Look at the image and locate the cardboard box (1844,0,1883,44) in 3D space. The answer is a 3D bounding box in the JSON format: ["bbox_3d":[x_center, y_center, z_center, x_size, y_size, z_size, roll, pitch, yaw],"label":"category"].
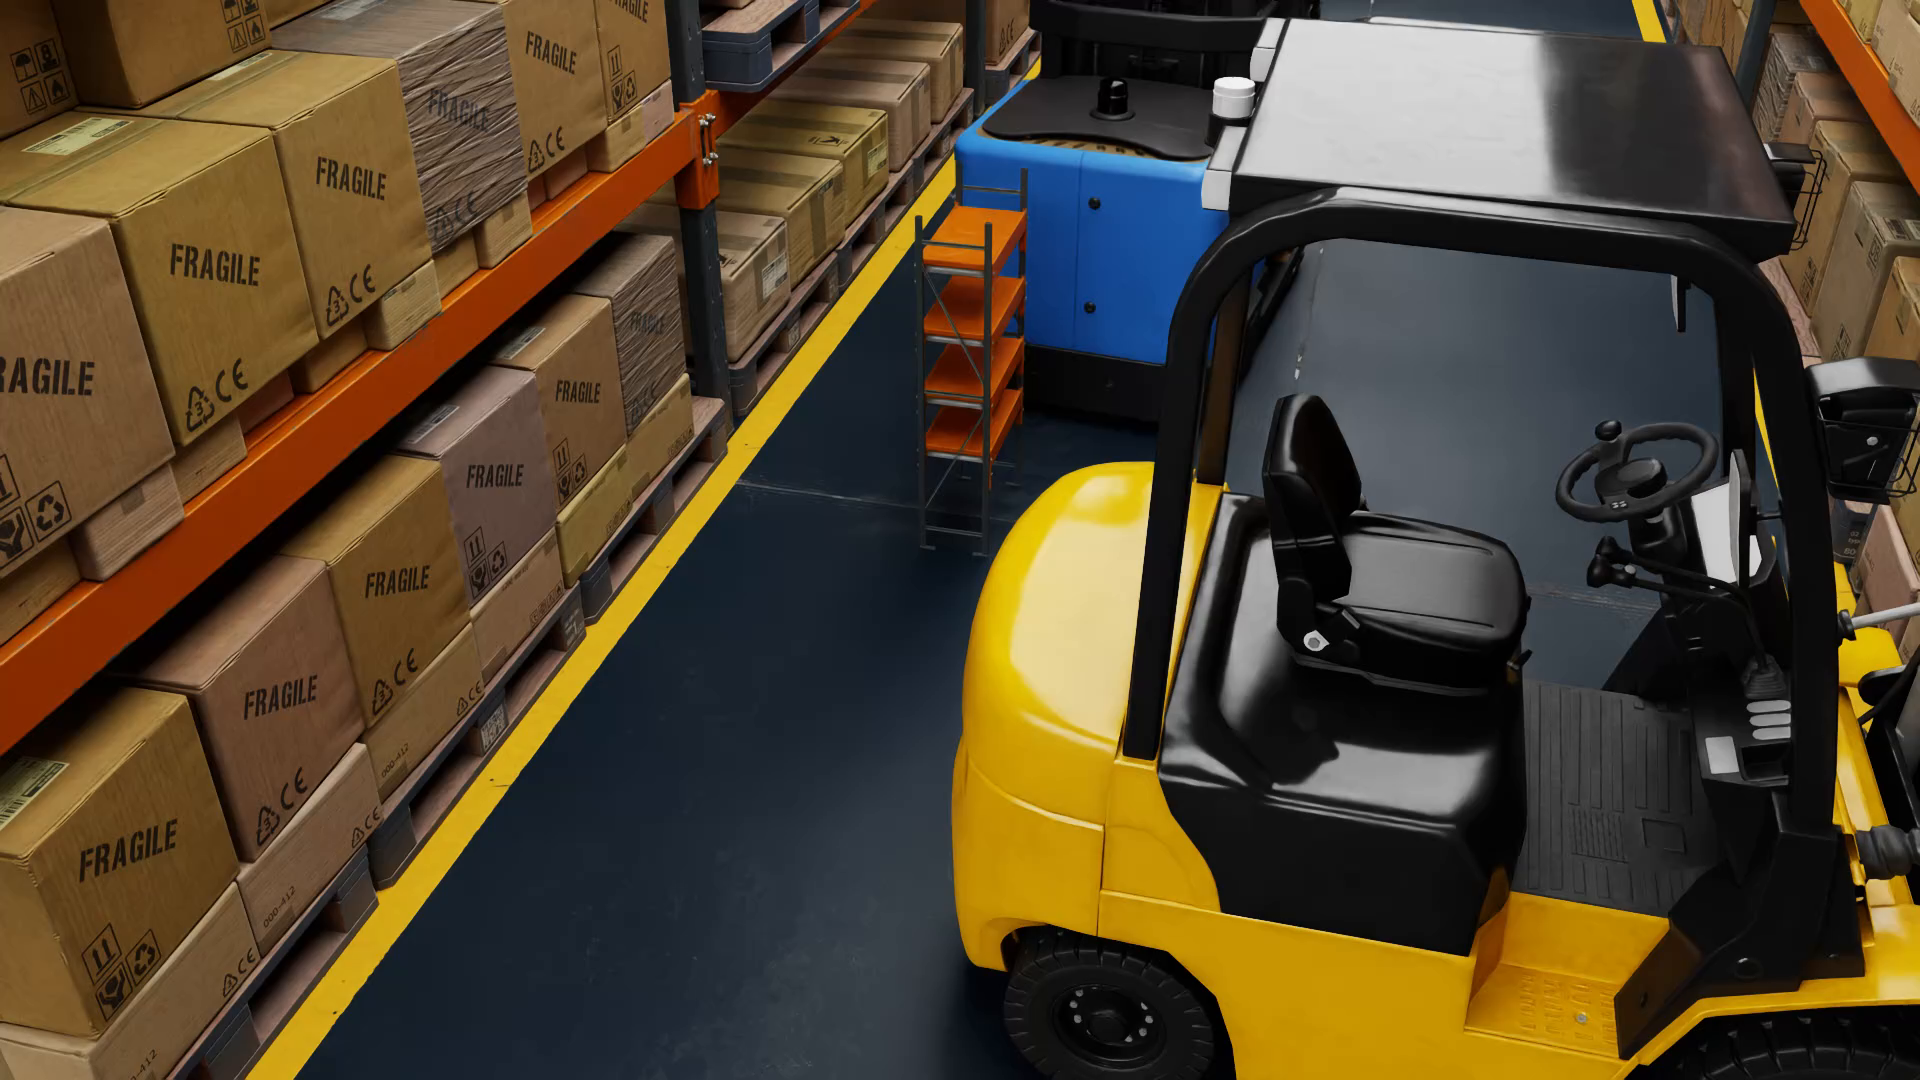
[{"bbox_3d":[3.711,-2.062,6.338,0.500,0.250,0.500,9,34,14],"label":"cardboard box"}]

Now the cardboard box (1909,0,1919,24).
[{"bbox_3d":[3.435,-1.749,5.380,0.500,0.250,0.500,7,33,11],"label":"cardboard box"}]

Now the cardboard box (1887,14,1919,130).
[{"bbox_3d":[3.432,-1.540,5.516,0.500,0.250,0.500,8,33,12],"label":"cardboard box"}]

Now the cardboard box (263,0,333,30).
[{"bbox_3d":[-1.993,-1.590,4.153,0.700,0.500,0.500,7,33,11],"label":"cardboard box"}]

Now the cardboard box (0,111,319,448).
[{"bbox_3d":[-1.738,-0.552,3.452,0.500,0.500,0.500,7,33,11],"label":"cardboard box"}]

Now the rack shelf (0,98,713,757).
[{"bbox_3d":[-1.875,-0.377,4.217,1.077,0.370,4.000,8,33,12],"label":"rack shelf"}]

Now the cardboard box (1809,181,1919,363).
[{"bbox_3d":[3.760,-0.893,6.181,0.875,0.625,0.625,8,33,12],"label":"cardboard box"}]

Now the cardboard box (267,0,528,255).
[{"bbox_3d":[-1.491,-1.083,4.288,0.500,0.500,0.500,9,34,14],"label":"cardboard box"}]

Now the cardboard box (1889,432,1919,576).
[{"bbox_3d":[3.013,-0.063,4.759,0.500,0.250,0.500,8,33,12],"label":"cardboard box"}]

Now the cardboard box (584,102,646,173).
[{"bbox_3d":[-1.211,-1.273,5.191,0.380,0.149,0.250,9,33,13],"label":"cardboard box"}]

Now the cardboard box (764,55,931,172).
[{"bbox_3d":[-0.685,-2.186,8.451,0.950,0.372,0.625,7,33,11],"label":"cardboard box"}]

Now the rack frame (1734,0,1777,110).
[{"bbox_3d":[4.450,-3.120,7.862,1.000,3.000,0.127,8,33,12],"label":"rack frame"}]

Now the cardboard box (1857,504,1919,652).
[{"bbox_3d":[2.991,0.145,4.898,0.500,0.250,0.500,8,33,13],"label":"cardboard box"}]

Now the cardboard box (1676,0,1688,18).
[{"bbox_3d":[4.868,-3.562,10.495,0.500,0.500,0.500,7,33,11],"label":"cardboard box"}]

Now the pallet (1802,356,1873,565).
[{"bbox_3d":[3.584,-0.255,5.955,1.003,0.211,1.213,8,33,12],"label":"pallet"}]

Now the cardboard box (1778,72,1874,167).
[{"bbox_3d":[4.120,-1.633,7.345,0.875,0.625,0.625,9,34,14],"label":"cardboard box"}]

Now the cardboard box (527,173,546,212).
[{"bbox_3d":[-1.429,-1.021,4.795,0.380,0.149,0.250,8,33,12],"label":"cardboard box"}]

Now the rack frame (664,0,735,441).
[{"bbox_3d":[-1.368,-1.718,5.657,1.000,3.000,0.127,8,33,12],"label":"rack frame"}]

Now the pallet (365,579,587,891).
[{"bbox_3d":[-1.811,0.447,4.850,1.003,0.211,1.213,8,33,12],"label":"pallet"}]

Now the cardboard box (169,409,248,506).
[{"bbox_3d":[-1.758,-0.208,3.516,0.380,0.149,0.250,9,34,14],"label":"cardboard box"}]

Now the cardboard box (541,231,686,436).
[{"bbox_3d":[-1.258,-0.708,5.540,0.500,0.500,0.500,8,33,12],"label":"cardboard box"}]

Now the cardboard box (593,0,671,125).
[{"bbox_3d":[-1.240,-1.621,5.134,0.500,0.500,0.500,7,33,11],"label":"cardboard box"}]

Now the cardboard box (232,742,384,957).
[{"bbox_3d":[-1.774,0.696,4.031,0.500,0.250,0.500,9,34,14],"label":"cardboard box"}]

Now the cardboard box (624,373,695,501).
[{"bbox_3d":[-1.258,-0.392,5.742,0.500,0.250,0.500,10,34,15],"label":"cardboard box"}]

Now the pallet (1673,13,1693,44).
[{"bbox_3d":[4.987,-2.957,10.204,1.003,0.211,1.213,8,33,12],"label":"pallet"}]

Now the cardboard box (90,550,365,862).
[{"bbox_3d":[-1.777,0.359,3.862,0.500,0.500,0.500,7,33,11],"label":"cardboard box"}]

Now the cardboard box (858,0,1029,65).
[{"bbox_3d":[-0.097,-3.422,9.925,0.875,0.875,0.875,8,33,12],"label":"cardboard box"}]

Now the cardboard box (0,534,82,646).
[{"bbox_3d":[-1.900,0.056,3.100,0.380,0.149,0.250,7,33,11],"label":"cardboard box"}]

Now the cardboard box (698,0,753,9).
[{"bbox_3d":[-0.922,-2.033,5.995,0.380,0.149,0.250,8,33,13],"label":"cardboard box"}]

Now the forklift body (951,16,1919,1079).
[{"bbox_3d":[1.136,0.157,3.498,2.313,2.155,1.214,8,33,12],"label":"forklift body"}]

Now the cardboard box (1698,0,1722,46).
[{"bbox_3d":[4.616,-3.021,9.645,0.500,0.500,0.500,9,34,14],"label":"cardboard box"}]

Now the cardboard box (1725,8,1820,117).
[{"bbox_3d":[4.349,-2.491,8.811,0.500,0.500,0.500,9,34,14],"label":"cardboard box"}]

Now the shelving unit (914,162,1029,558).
[{"bbox_3d":[0.042,-0.592,5.563,0.258,1.200,0.503,8,33,12],"label":"shelving unit"}]

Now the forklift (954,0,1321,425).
[{"bbox_3d":[0.958,-2.447,6.867,1.130,2.935,3.031,11,34,17],"label":"forklift"}]

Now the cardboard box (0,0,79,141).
[{"bbox_3d":[-2.299,-1.067,3.330,0.700,0.500,0.500,8,33,12],"label":"cardboard box"}]

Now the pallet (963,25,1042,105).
[{"bbox_3d":[-0.080,-3.016,10.297,1.003,0.211,1.213,8,33,12],"label":"pallet"}]

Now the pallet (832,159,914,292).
[{"bbox_3d":[-0.864,-1.581,8.040,1.003,0.211,1.213,8,33,12],"label":"pallet"}]

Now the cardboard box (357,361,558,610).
[{"bbox_3d":[-1.514,-0.179,4.708,0.500,0.500,0.500,10,34,15],"label":"cardboard box"}]

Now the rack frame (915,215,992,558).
[{"bbox_3d":[-0.020,-0.466,5.364,0.240,1.200,0.015,8,33,12],"label":"rack frame"}]

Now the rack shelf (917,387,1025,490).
[{"bbox_3d":[0.042,-0.368,5.706,0.258,0.148,0.480,8,33,12],"label":"rack shelf"}]

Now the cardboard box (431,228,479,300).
[{"bbox_3d":[-1.503,-0.747,4.364,0.380,0.149,0.250,7,33,12],"label":"cardboard box"}]

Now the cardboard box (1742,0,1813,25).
[{"bbox_3d":[4.330,-2.807,8.703,0.380,0.149,0.250,6,33,10],"label":"cardboard box"}]

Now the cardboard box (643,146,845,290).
[{"bbox_3d":[-1.058,-1.432,7.265,0.950,0.372,0.625,10,34,15],"label":"cardboard box"}]

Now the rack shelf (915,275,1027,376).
[{"bbox_3d":[0.042,-0.724,5.479,0.258,0.148,0.480,8,33,12],"label":"rack shelf"}]

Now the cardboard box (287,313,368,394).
[{"bbox_3d":[-1.654,-0.486,3.953,0.380,0.149,0.250,7,33,11],"label":"cardboard box"}]

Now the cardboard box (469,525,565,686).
[{"bbox_3d":[-1.517,0.149,4.891,0.500,0.250,0.500,9,33,13],"label":"cardboard box"}]

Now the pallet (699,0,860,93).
[{"bbox_3d":[-1.033,-2.014,6.301,1.003,0.211,1.213,8,33,12],"label":"pallet"}]
